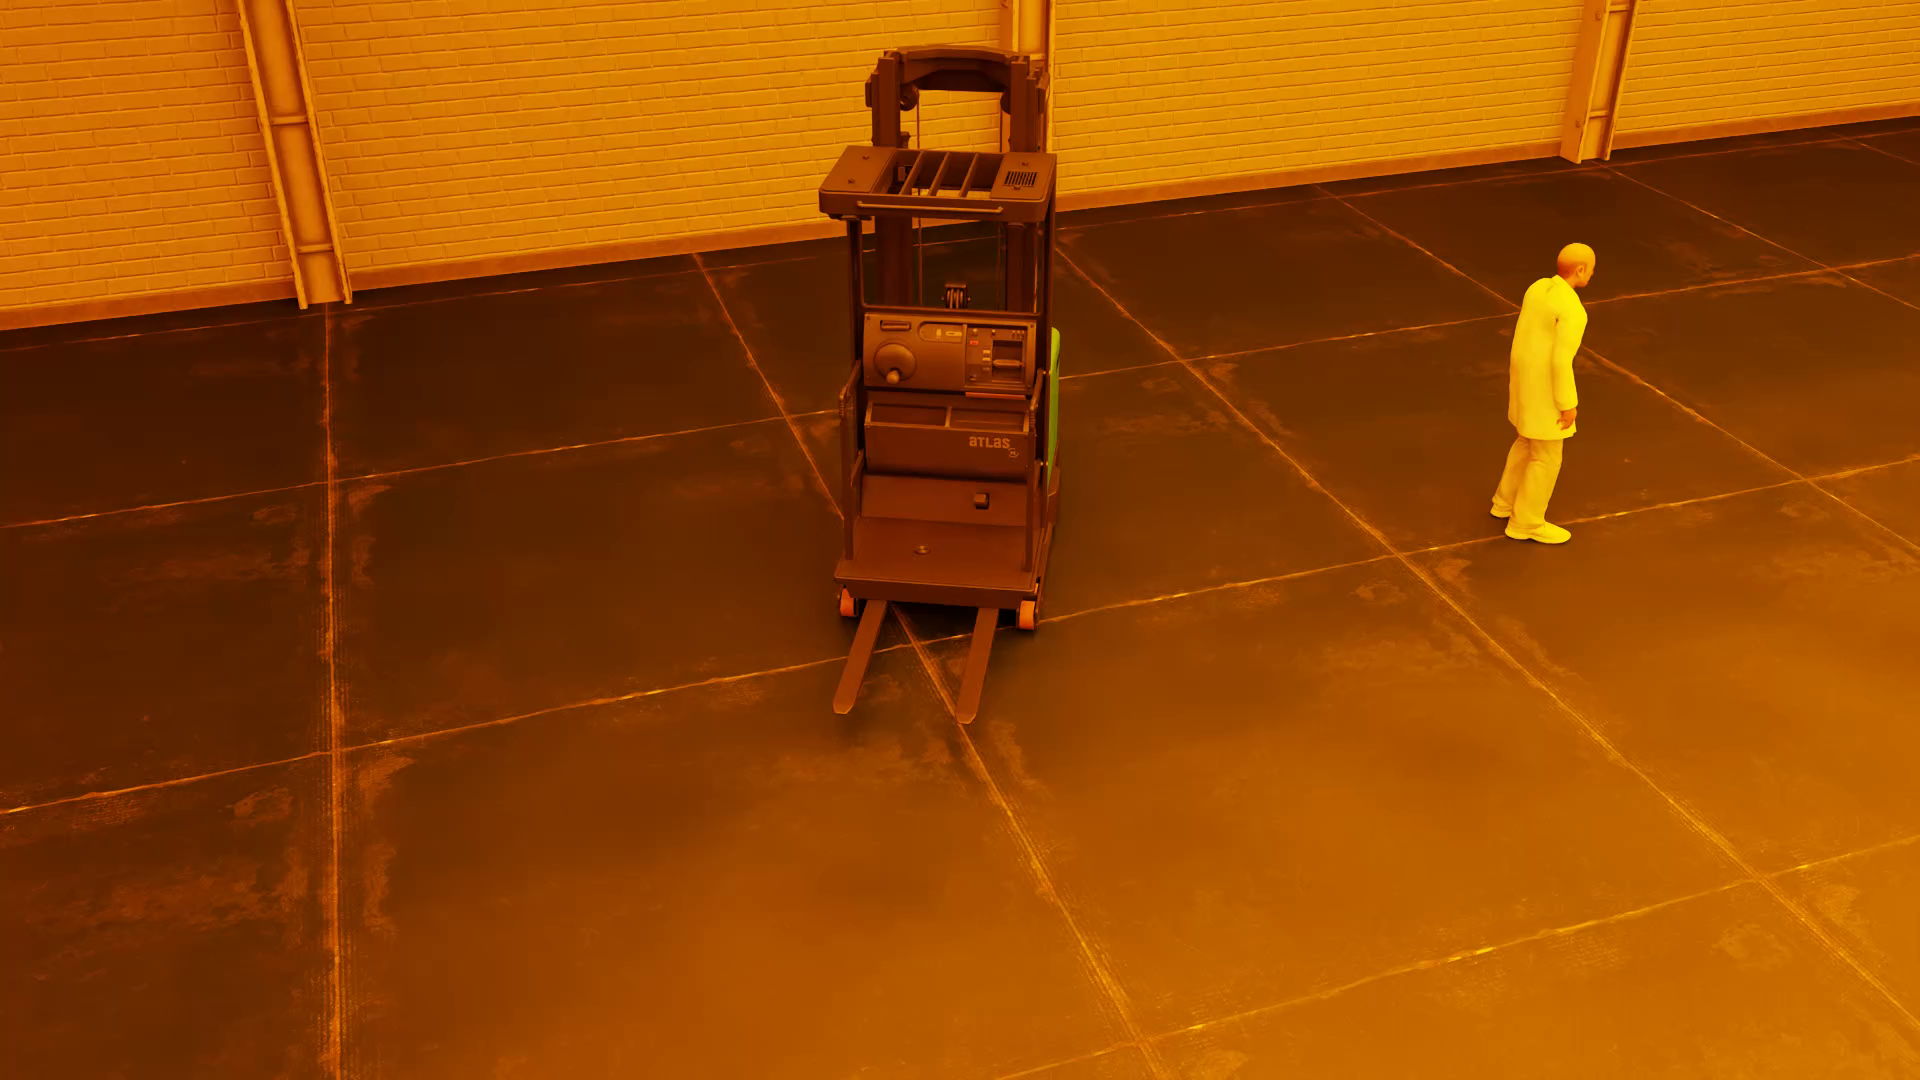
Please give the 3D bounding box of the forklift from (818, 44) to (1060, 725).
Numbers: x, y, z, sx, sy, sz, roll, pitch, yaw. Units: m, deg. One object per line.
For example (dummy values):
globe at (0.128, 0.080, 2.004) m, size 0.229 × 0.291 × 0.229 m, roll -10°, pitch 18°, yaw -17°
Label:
forklift at (-0.083, -0.959, 8.754) m, size 1.130 × 2.935 × 3.031 m, roll 4°, pitch 30°, yaw 7°

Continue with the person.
person at (3.447, -0.885, 9.787) m, size 0.436 × 1.772 × 0.649 m, roll -3°, pitch 30°, yaw -5°
